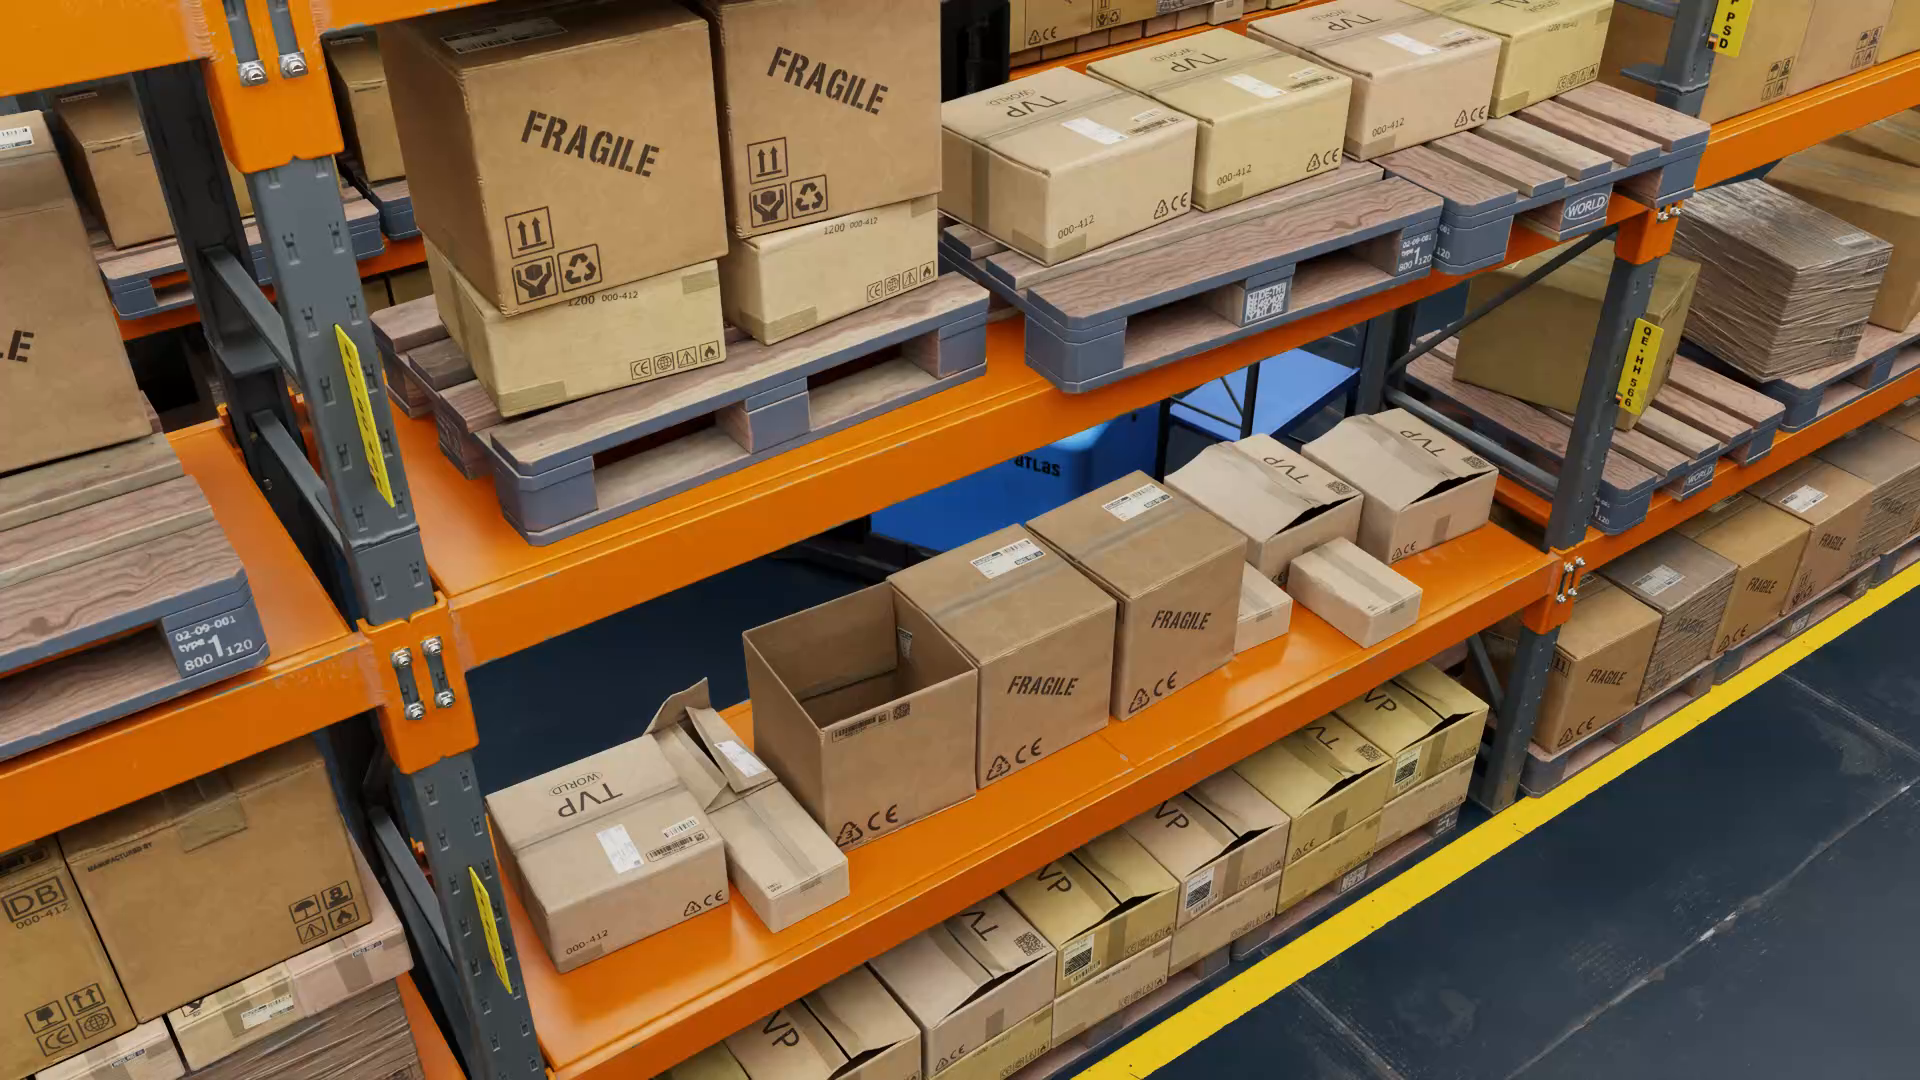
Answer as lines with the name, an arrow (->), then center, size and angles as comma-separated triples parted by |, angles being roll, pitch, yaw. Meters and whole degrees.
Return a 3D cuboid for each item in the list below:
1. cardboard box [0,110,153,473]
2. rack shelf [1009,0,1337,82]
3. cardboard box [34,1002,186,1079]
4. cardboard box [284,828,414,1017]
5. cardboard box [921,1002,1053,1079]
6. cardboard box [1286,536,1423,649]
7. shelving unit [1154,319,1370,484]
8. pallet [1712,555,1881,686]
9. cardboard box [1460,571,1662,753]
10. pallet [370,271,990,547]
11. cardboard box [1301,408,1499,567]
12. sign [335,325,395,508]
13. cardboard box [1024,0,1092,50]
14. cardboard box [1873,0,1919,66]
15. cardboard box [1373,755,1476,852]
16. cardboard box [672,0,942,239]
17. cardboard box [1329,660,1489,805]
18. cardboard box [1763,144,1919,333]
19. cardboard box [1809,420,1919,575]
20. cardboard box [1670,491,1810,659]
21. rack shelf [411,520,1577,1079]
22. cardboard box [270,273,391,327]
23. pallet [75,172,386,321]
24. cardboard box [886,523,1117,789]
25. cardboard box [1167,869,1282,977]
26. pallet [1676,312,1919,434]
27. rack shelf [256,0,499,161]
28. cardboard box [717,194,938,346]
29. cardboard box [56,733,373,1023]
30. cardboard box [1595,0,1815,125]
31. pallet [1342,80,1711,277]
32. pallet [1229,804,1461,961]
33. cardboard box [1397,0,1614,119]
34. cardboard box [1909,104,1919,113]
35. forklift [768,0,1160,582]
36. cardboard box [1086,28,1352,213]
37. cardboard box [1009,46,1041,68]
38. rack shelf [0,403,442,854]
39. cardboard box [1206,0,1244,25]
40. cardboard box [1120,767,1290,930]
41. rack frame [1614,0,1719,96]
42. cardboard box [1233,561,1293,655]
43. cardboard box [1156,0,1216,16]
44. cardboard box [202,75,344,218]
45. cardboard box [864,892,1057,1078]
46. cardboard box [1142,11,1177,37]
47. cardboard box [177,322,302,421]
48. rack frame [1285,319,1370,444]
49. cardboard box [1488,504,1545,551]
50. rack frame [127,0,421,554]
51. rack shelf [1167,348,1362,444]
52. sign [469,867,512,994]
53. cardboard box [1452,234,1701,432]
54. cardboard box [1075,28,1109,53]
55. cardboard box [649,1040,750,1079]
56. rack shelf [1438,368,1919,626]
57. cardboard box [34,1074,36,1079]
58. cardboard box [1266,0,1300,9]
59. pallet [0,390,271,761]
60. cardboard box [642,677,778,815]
cardboard box -> -1.921, -0.459, 3.185 | 0.500, 0.500, 0.500 | -19, 40, -24
rack shelf -> 0.691, -3.106, 10.616 | 4.000, 0.370, 1.077 | -22, 41, -28
cardboard box -> -1.872, 1.044, 3.588 | 0.250, 0.149, 0.380 | -24, 42, -29
cardboard box -> -1.456, 0.873, 3.826 | 0.250, 0.149, 0.380 | -22, 41, -28
cardboard box -> -0.044, 1.565, 5.501 | 0.500, 0.250, 0.500 | -24, 42, -29
cardboard box -> 1.337, 0.174, 5.654 | 0.250, 0.149, 0.380 | -22, 41, -28
shelving unit -> 1.485, -0.814, 8.098 | 0.538, 1.500, 1.048 | 27, 44, 33
pallet -> 3.541, 0.129, 7.890 | 1.213, 0.211, 1.003 | -22, 41, -28
cardboard box -> 2.449, 0.457, 6.809 | 0.500, 0.500, 0.500 | -21, 41, -26
pallet -> -0.644, -0.460, 3.915 | 1.217, 0.209, 0.805 | -24, 42, -30
cardboard box -> 1.590, -0.225, 6.070 | 0.500, 0.311, 0.500 | -20, 40, -25
sign -> -1.036, -0.212, 2.897 | 0.005, 0.325, 0.100 | -22, 41, -28
cardboard box -> 0.440, -3.274, 9.876 | 0.500, 0.500, 0.500 | -23, 41, -28
cardboard box -> 3.092, -2.130, 5.988 | 0.500, 0.500, 0.910 | -22, 41, -28
cardboard box -> 1.623, 0.877, 6.457 | 0.500, 0.250, 0.500 | -21, 41, -27
cardboard box -> -0.378, -1.040, 3.684 | 0.500, 0.500, 0.500 | -18, 40, -24
cardboard box -> 1.626, 0.650, 6.293 | 0.500, 0.311, 0.500 | -21, 41, -27
cardboard box -> 3.774, -1.295, 7.036 | 0.700, 0.500, 0.500 | 26, 43, 32
cardboard box -> 4.125, -0.238, 7.776 | 0.500, 0.500, 0.500 | -22, 41, -27
cardboard box -> 3.287, 0.112, 7.289 | 0.500, 0.500, 0.500 | -23, 42, -28
rack shelf -> 0.278, 0.602, 5.459 | 4.000, 0.370, 1.077 | -22, 41, -28
cardboard box -> -3.264, -1.253, 8.546 | 0.500, 0.250, 0.500 | -23, 42, -29
pallet -> -3.505, -1.490, 7.916 | 1.213, 0.211, 1.003 | -22, 41, -28
cardboard box -> 0.120, 0.346, 5.114 | 0.500, 0.500, 0.500 | -22, 41, -28
cardboard box -> 0.791, 1.220, 5.980 | 0.500, 0.250, 0.500 | -21, 41, -27
pallet -> 3.499, -0.941, 7.153 | 1.213, 0.211, 1.003 | -22, 41, -28
rack shelf -> 0.278, -1.671, 3.825 | 4.000, 0.370, 1.077 | -22, 41, -28
cardboard box -> -0.401, -0.733, 3.900 | 0.500, 0.250, 0.500 | -27, 44, -32
cardboard box -> -1.716, 0.568, 3.694 | 0.500, 0.500, 0.700 | -22, 41, -28
cardboard box -> 2.250, -1.783, 5.506 | 0.500, 0.500, 0.910 | -22, 41, -28
pallet -> 1.409, -1.232, 4.987 | 1.003, 0.211, 1.213 | -20, 40, -26
pallet -> 1.217, 1.028, 6.640 | 1.213, 0.211, 1.003 | -22, 41, -28
cardboard box -> 1.574, -1.510, 4.981 | 0.500, 0.250, 0.500 | -26, 43, -31
cardboard box -> 4.666, -1.866, 7.831 | 0.700, 0.500, 0.500 | 22, 41, 28
forklift -> -0.598, -1.360, 7.631 | 3.031, 2.935, 1.130 | 16, 39, 21
cardboard box -> 0.682, -1.138, 4.463 | 0.500, 0.250, 0.500 | -23, 42, -29
cardboard box -> 0.277, -2.996, 10.045 | 0.250, 0.149, 0.380 | -21, 41, -27
rack shelf -> -2.992, 0.730, 2.713 | 4.000, 0.370, 1.077 | -22, 41, -28
cardboard box -> 1.600, -3.449, 10.675 | 0.250, 0.149, 0.380 | -22, 41, -28
cardboard box -> 0.791, 0.996, 5.811 | 0.500, 0.311, 0.500 | -23, 41, -28
rack frame -> 1.912, -2.798, 4.433 | 0.127, 3.000, 1.000 | -22, 41, -28
cardboard box -> 0.903, 0.195, 5.624 | 0.250, 0.149, 0.380 | -19, 40, -25
cardboard box -> 1.266, -3.623, 10.361 | 0.500, 0.500, 0.500 | -22, 41, -28
cardboard box -> -3.317, -1.938, 7.914 | 0.500, 0.500, 0.700 | -18, 39, -23
cardboard box -> -0.041, 1.341, 5.332 | 0.500, 0.311, 0.500 | -24, 42, -29
cardboard box -> 1.148, -3.322, 10.497 | 0.250, 0.149, 0.380 | -24, 42, -29
cardboard box -> -3.622, -0.799, 8.556 | 0.500, 0.500, 0.700 | -21, 41, -26
rack frame -> 1.822, -1.037, 8.407 | 0.500, 1.500, 0.032 | 27, 44, 33
cardboard box -> 2.542, 0.047, 7.379 | 0.500, 0.500, 0.500 | -21, 41, -26
rack frame -> -1.357, -1.452, 2.562 | 0.127, 3.000, 1.000 | -22, 41, -28
rack shelf -> 1.485, -0.668, 8.203 | 0.538, 0.185, 1.000 | 27, 44, 33
sign -> -1.036, 0.864, 3.671 | 0.005, 0.325, 0.100 | -22, 41, -28
cardboard box -> 2.362, -0.839, 6.402 | 0.700, 0.500, 0.500 | 23, 41, 28
cardboard box -> 0.706, -3.153, 10.263 | 0.250, 0.149, 0.380 | -22, 41, -28
cardboard box -> -0.876, 1.681, 4.859 | 0.500, 0.311, 0.500 | -22, 41, -28
rack shelf -> 3.547, -0.743, 7.330 | 4.000, 0.370, 1.077 | -22, 41, -28
cardboard box -> -2.144, 1.275, 3.822 | 0.500, 0.500, 0.700 | -23, 42, -28
cardboard box -> 2.019, -3.632, 10.929 | 0.250, 0.149, 0.380 | -22, 41, -27
pallet -> -2.039, 0.101, 3.048 | 1.213, 0.211, 1.003 | -22, 41, -28
cardboard box -> -0.744, 0.654, 4.886 | 0.258, 0.266, 0.396 | -23, 42, -29
